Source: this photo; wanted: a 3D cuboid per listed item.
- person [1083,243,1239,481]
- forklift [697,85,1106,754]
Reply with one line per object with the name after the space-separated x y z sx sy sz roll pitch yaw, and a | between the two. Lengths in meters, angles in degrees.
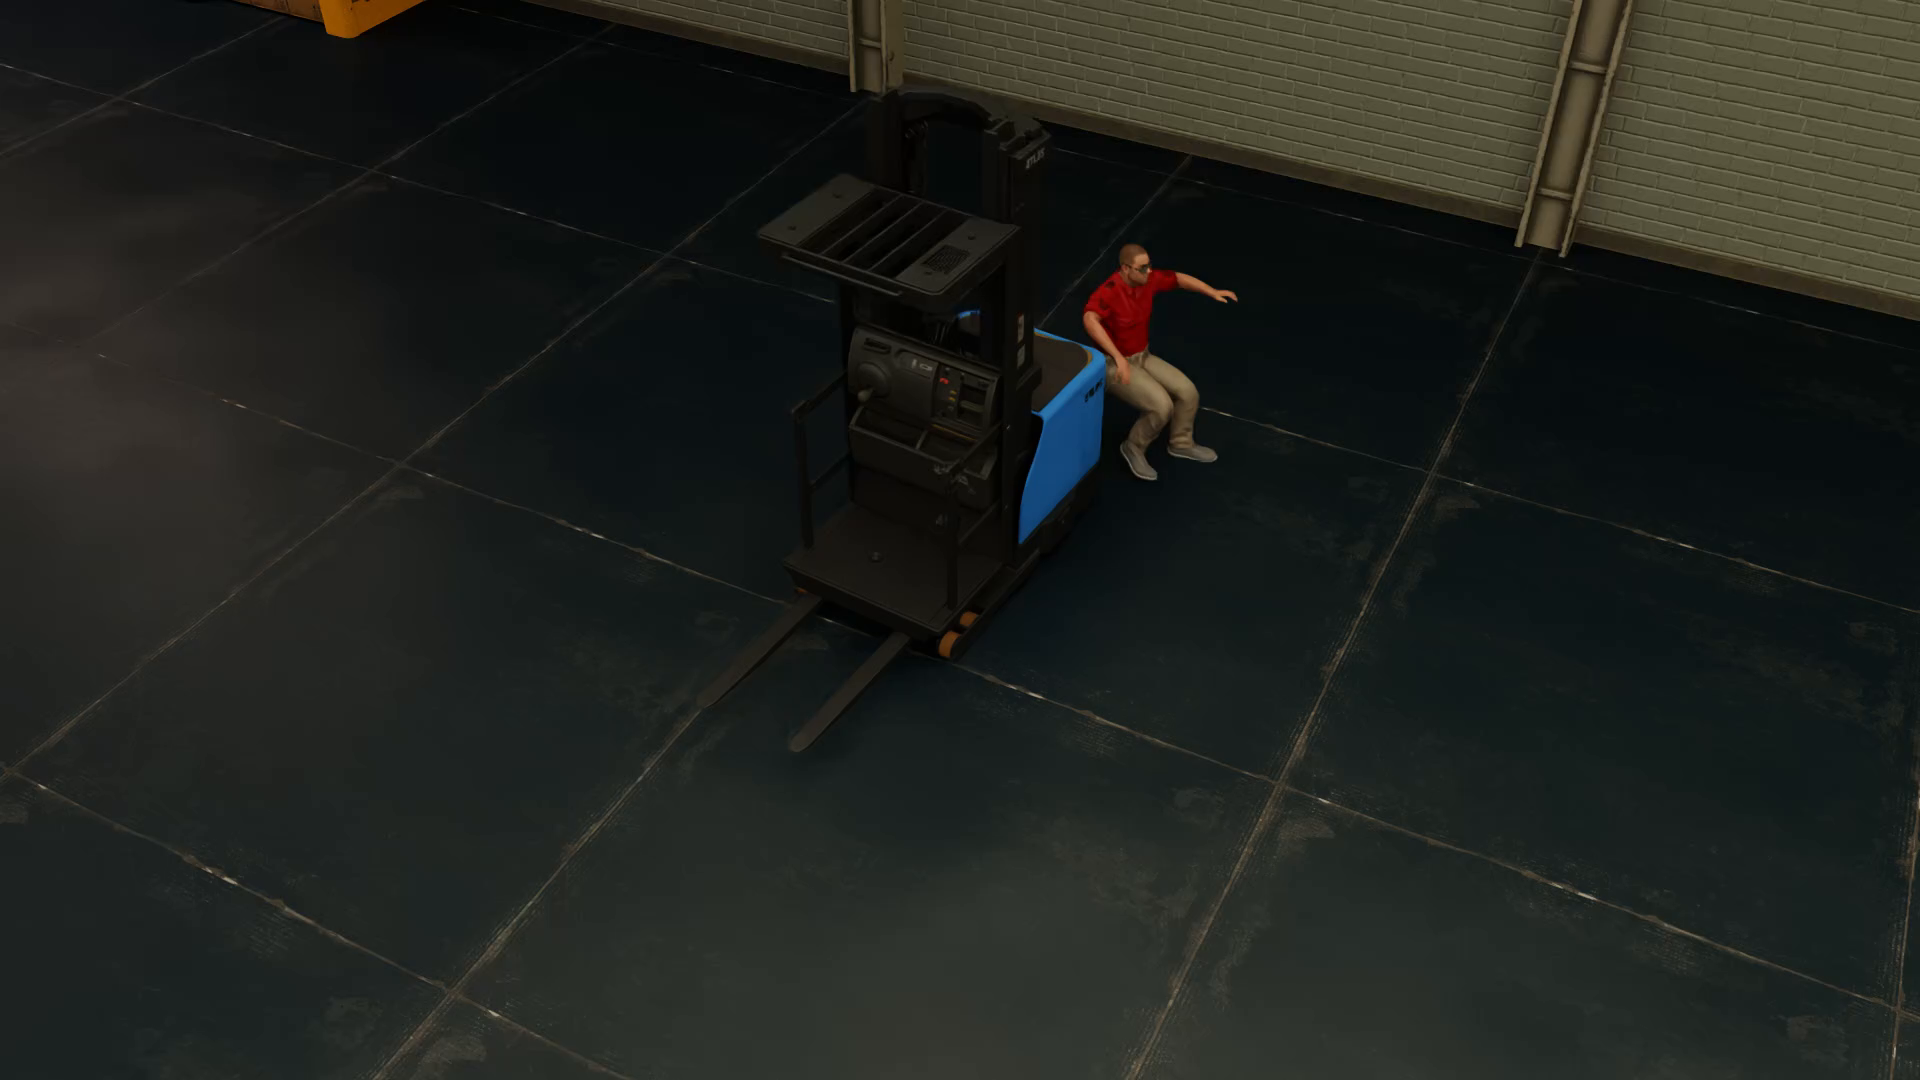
1.217 -1.100 10.442 0.808 1.489 1.011 23 45 25 | person
-0.320 -0.786 8.919 1.130 2.935 3.031 22 45 24 | forklift
